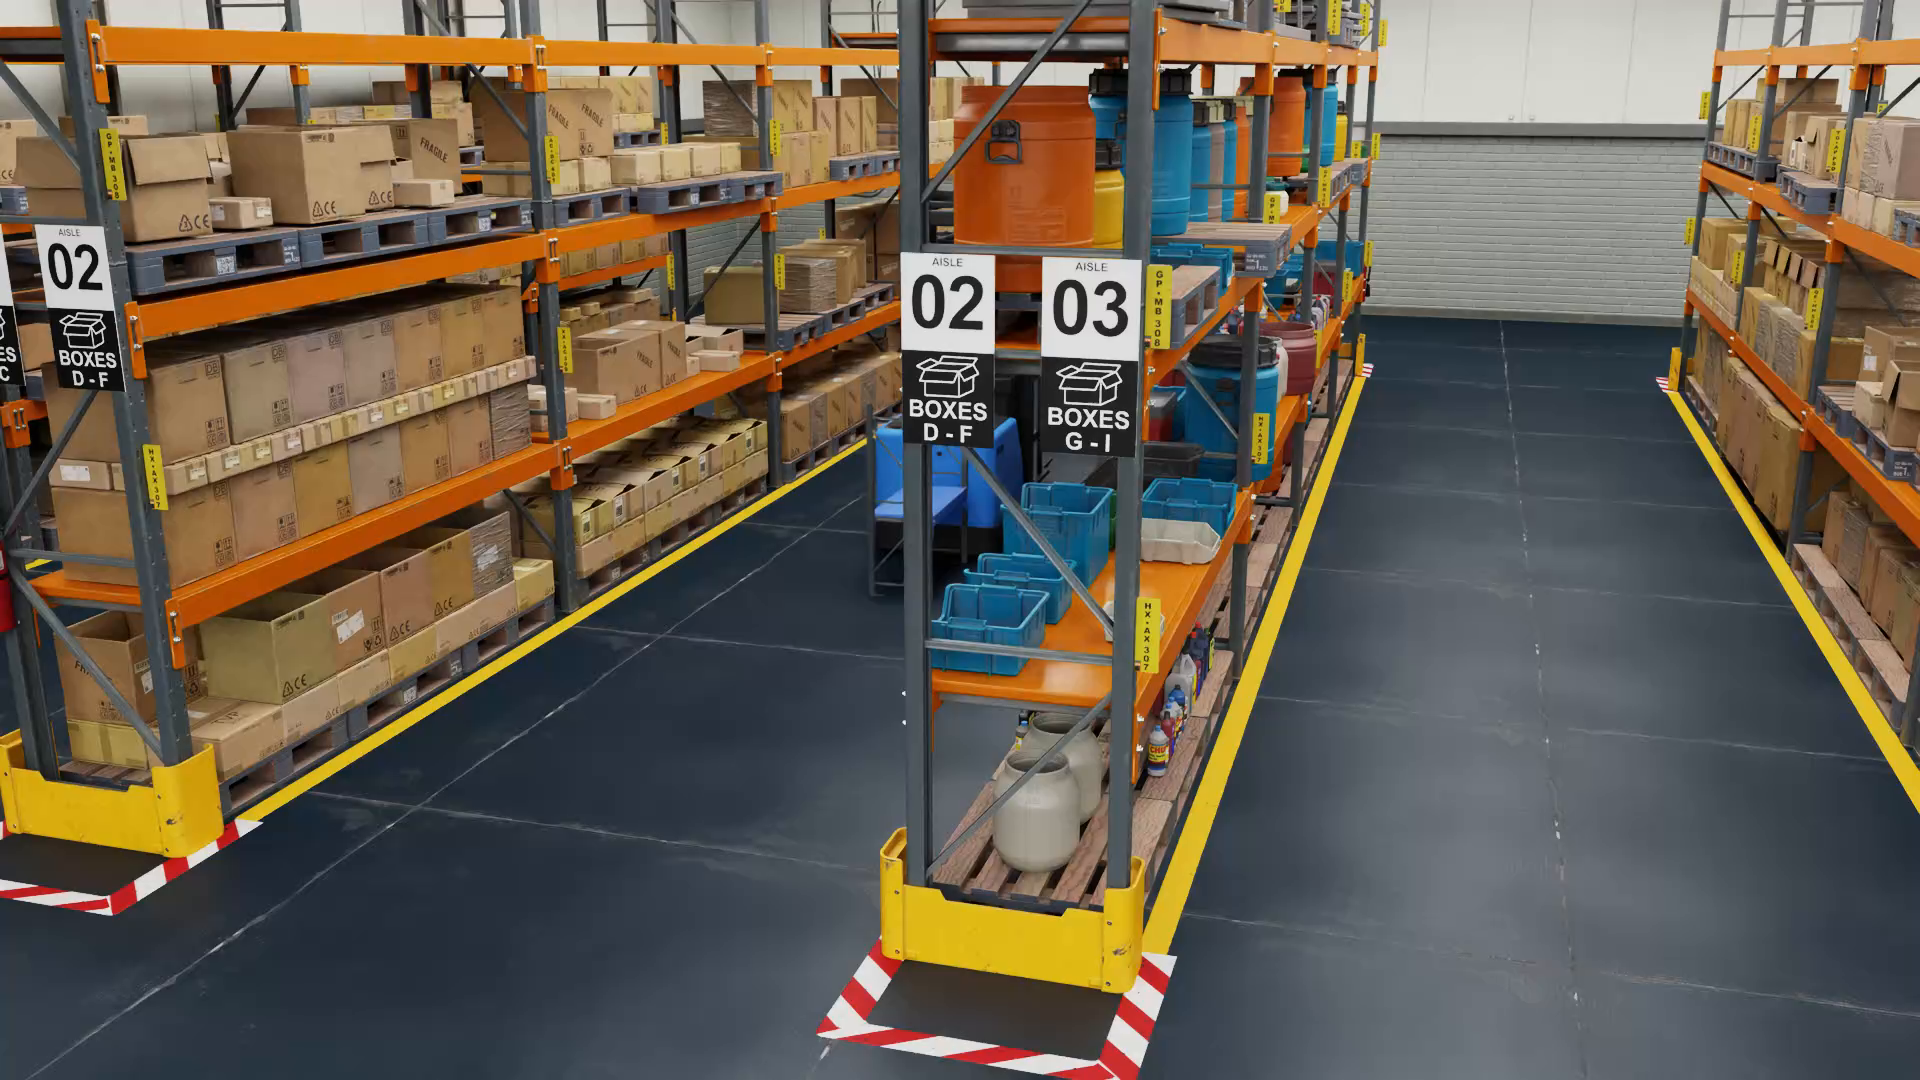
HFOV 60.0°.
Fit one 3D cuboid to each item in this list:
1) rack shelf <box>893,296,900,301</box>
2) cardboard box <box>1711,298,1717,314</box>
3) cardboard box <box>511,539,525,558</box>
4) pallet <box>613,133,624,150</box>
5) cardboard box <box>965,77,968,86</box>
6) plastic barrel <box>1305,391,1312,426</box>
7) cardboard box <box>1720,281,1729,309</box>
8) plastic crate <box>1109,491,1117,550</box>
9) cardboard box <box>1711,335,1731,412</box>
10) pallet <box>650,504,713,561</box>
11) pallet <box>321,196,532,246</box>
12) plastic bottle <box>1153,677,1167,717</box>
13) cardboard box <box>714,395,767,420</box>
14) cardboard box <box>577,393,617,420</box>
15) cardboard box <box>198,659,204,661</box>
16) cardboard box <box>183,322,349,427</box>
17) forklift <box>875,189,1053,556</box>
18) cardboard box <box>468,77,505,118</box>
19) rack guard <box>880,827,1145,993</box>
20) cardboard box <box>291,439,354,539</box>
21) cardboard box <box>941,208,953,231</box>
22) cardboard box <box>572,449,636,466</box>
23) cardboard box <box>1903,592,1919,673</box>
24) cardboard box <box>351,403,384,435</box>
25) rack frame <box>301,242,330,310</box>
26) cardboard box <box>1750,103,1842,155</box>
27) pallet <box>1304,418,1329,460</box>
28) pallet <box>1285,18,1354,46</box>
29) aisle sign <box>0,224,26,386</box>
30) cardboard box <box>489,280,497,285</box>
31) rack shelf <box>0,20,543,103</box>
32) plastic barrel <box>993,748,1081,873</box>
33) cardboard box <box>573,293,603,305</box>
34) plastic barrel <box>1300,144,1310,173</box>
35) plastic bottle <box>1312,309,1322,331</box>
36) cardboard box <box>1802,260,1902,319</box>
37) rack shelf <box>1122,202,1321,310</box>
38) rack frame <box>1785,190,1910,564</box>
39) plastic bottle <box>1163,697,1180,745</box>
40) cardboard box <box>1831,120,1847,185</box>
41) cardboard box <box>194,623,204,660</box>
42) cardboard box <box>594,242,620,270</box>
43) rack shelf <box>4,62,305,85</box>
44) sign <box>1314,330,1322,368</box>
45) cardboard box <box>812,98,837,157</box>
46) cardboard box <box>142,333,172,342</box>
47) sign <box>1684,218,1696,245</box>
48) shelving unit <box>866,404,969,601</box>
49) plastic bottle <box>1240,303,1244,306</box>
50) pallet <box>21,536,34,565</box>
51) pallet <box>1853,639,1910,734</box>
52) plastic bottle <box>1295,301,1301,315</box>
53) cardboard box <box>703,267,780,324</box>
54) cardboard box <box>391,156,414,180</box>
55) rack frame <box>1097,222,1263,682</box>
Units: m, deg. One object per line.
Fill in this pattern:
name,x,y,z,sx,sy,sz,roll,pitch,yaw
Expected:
rack shelf,-0.514,-3.215,21.486,1.077,0.370,4.000,5,16,16
cardboard box,8.552,-2.589,18.422,0.380,0.149,0.250,4,16,15
cardboard box,-3.516,0.045,12.944,0.500,0.250,0.500,4,16,15
pallet,-5.242,-5.353,22.371,1.003,0.211,1.213,5,16,16
cardboard box,-0.299,-5.797,21.757,0.700,0.500,0.500,5,16,16
plastic barrel,3.495,-1.705,17.918,0.600,0.901,0.708,5,16,16
cardboard box,8.433,-2.611,17.769,0.500,0.250,0.500,5,17,18
plastic crate,0.736,-0.125,9.661,0.450,0.188,0.662,5,16,16
cardboard box,8.934,-1.851,18.481,0.875,0.875,0.875,5,16,16
pallet,-2.839,-0.120,14.364,1.003,0.211,1.213,5,16,16
pallet,-3.574,-2.120,10.973,1.003,0.211,1.213,5,16,16
plastic bottle,1.187,0.895,9.849,0.061,0.283,0.133,5,16,16
cardboard box,-2.179,-1.264,17.062,0.500,0.500,0.500,5,17,18
cardboard box,-2.908,-1.040,12.960,0.380,0.149,0.250,5,16,16
cardboard box,-4.353,0.796,10.294,0.500,0.250,0.500,5,16,16
cardboard box,-4.046,-0.976,9.712,0.700,0.500,0.500,5,16,16
forklift,0.179,-1.638,14.732,1.130,2.935,3.031,4,16,15
cardboard box,-5.858,-5.604,21.040,0.500,0.500,0.500,4,16,15
rack guard,0.232,1.666,7.541,1.175,0.500,0.348,5,16,16
cardboard box,-4.057,-0.335,9.830,0.700,0.500,0.500,5,17,16
cardboard box,-0.386,-3.938,20.701,0.500,0.500,0.500,4,16,14
cardboard box,-3.084,-0.620,14.262,0.500,0.311,0.500,4,16,15
cardboard box,6.336,0.656,10.294,0.700,0.500,0.500,3,16,12
cardboard box,-3.737,-0.747,10.093,0.380,0.149,0.250,5,17,16
rack frame,-6.970,-2.375,17.205,1.000,3.000,0.127,5,16,16
cardboard box,8.579,-4.220,17.076,0.700,0.500,0.500,4,16,13
pallet,3.406,-1.113,17.866,1.003,0.211,1.213,5,16,16
pallet,2.763,-4.396,14.415,1.213,0.211,1.003,5,16,16
aisle sign,-4.793,-1.155,8.140,0.394,0.787,0.004,5,16,16
cardboard box,-5.824,-3.068,20.071,0.380,0.149,0.250,5,17,18
rack shelf,-3.924,-2.770,9.654,1.077,0.370,4.000,5,16,16
plastic barrel,0.369,1.303,8.027,0.421,0.512,0.421,0,16,0
cardboard box,-5.242,-3.372,23.343,0.380,0.149,0.250,5,17,17
plastic barrel,3.050,-3.436,14.965,0.294,0.245,0.294,0,16,0
plastic bottle,3.578,-2.202,16.825,0.152,0.276,0.135,5,16,16
cardboard box,7.689,-2.113,14.262,0.797,0.503,0.637,5,17,17
rack shelf,1.960,-2.180,12.340,1.077,0.370,4.000,5,16,16
rack frame,7.278,-1.222,13.142,1.000,3.000,0.127,5,16,16
plastic bottle,1.195,1.021,9.425,0.097,0.271,0.097,0,16,0
cardboard box,7.382,-3.082,13.244,0.797,0.503,0.637,6,17,19
cardboard box,-4.356,0.435,10.193,0.500,0.500,0.500,5,16,16
cardboard box,-5.253,-4.088,22.695,0.980,0.700,0.700,4,16,13
rack shelf,-7.538,-4.199,14.694,1.077,0.370,4.000,5,16,16
sign,3.058,-1.644,14.330,0.100,0.325,0.005,5,16,16
cardboard box,-1.673,-4.304,17.374,0.600,0.600,0.600,4,16,14
cardboard box,-7.606,-2.039,15.031,0.700,0.500,0.500,7,17,24
sign,9.021,-3.815,20.550,0.100,0.325,0.005,5,16,16
shelving unit,-0.318,-0.409,13.023,0.538,1.500,1.048,4,16,15
plastic bottle,2.900,-2.302,17.161,0.061,0.283,0.133,5,16,16
pallet,-8.264,0.192,13.267,1.003,0.211,1.213,5,16,16
pallet,6.361,0.962,10.552,1.003,0.211,1.213,5,16,16
plastic bottle,3.527,-2.326,17.124,0.144,0.351,0.185,5,16,16
cardboard box,-2.148,-2.415,16.395,0.700,0.500,0.500,-1,16,-3
cardboard box,-3.905,-2.362,10.800,0.500,0.311,0.500,4,16,13
rack frame,1.392,-0.560,10.807,1.000,3.000,0.127,5,16,16
